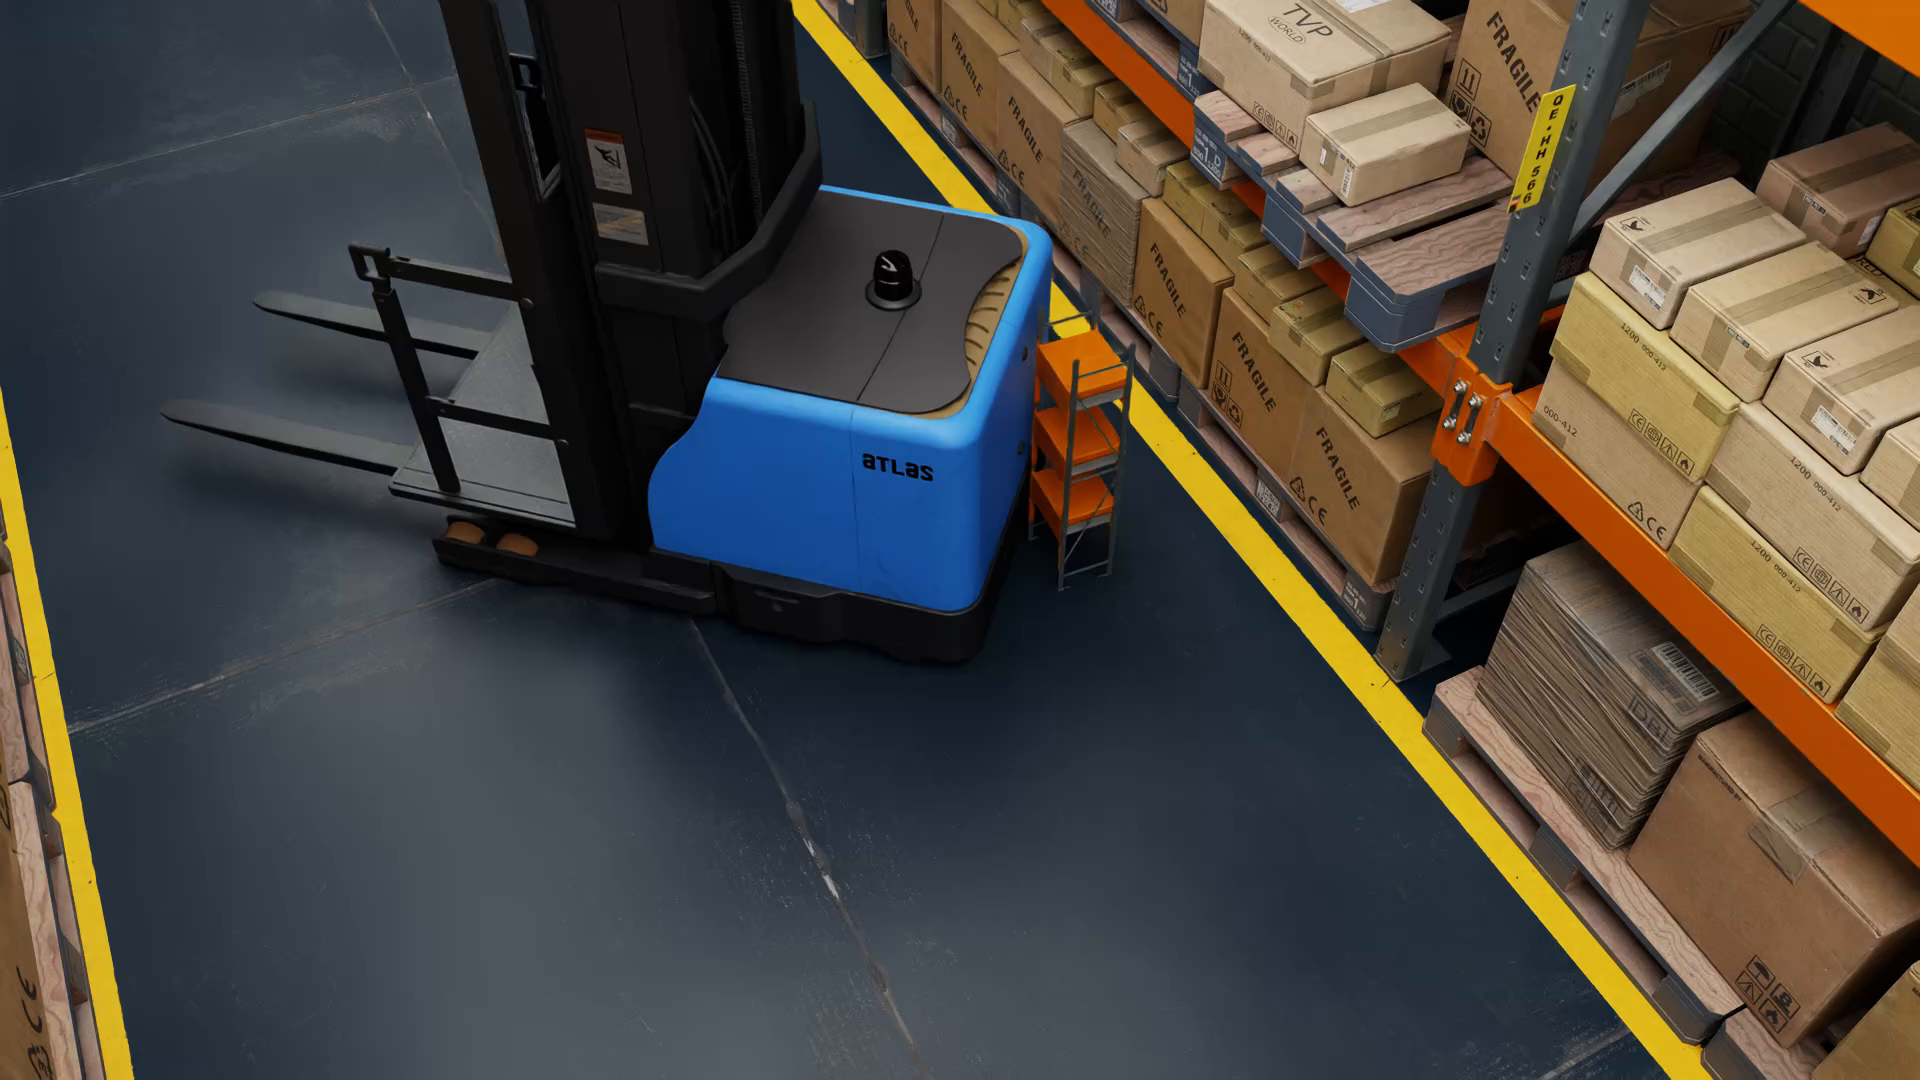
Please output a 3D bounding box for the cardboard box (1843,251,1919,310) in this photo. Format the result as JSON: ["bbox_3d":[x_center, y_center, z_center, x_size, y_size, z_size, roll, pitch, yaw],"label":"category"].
[{"bbox_3d":[2.269,-0.644,4.088,0.500,0.250,0.500,-20,52,-17],"label":"cardboard box"}]

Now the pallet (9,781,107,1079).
[{"bbox_3d":[-2.889,1.343,4.436,1.003,0.211,1.213,-21,52,-18],"label":"pallet"}]

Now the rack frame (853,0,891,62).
[{"bbox_3d":[-0.014,-3.411,6.741,1.000,3.000,0.127,-21,52,-18],"label":"rack frame"}]

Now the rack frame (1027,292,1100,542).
[{"bbox_3d":[0.327,-0.371,5.377,0.200,1.050,0.008,-17,51,-15],"label":"rack frame"}]

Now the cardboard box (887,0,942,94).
[{"bbox_3d":[0.007,-2.325,7.173,0.500,0.500,0.500,-19,52,-16],"label":"cardboard box"}]

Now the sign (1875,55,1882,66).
[{"bbox_3d":[2.308,-1.309,4.133,0.100,0.325,0.005,-21,52,-18],"label":"sign"}]

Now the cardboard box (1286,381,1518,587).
[{"bbox_3d":[1.432,-0.258,5.365,0.500,0.500,0.500,-20,52,-16],"label":"cardboard box"}]

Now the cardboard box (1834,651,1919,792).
[{"bbox_3d":[2.270,0.377,3.527,0.500,0.250,0.500,-23,53,-19],"label":"cardboard box"}]

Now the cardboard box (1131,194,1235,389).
[{"bbox_3d":[0.970,-0.946,5.966,0.500,0.500,0.500,-19,52,-16],"label":"cardboard box"}]

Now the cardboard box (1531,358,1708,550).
[{"bbox_3d":[1.802,-0.304,4.122,0.500,0.250,0.500,-21,52,-17],"label":"cardboard box"}]

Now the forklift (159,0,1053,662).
[{"bbox_3d":[-1.271,-1.199,4.851,3.031,2.935,1.130,12,50,10],"label":"forklift"}]

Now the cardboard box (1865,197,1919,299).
[{"bbox_3d":[2.364,-0.696,3.868,0.380,0.149,0.250,-20,52,-17],"label":"cardboard box"}]

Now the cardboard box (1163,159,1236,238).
[{"bbox_3d":[0.936,-1.229,5.783,0.380,0.149,0.250,-22,52,-18],"label":"cardboard box"}]

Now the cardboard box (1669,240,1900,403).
[{"bbox_3d":[1.823,-0.488,3.686,0.380,0.149,0.250,-20,52,-17],"label":"cardboard box"}]

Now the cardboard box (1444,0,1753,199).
[{"bbox_3d":[1.720,-1.304,4.552,0.500,0.500,0.500,-19,51,-16],"label":"cardboard box"}]

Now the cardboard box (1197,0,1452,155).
[{"bbox_3d":[1.046,-1.418,4.818,0.500,0.250,0.500,-23,53,-19],"label":"cardboard box"}]

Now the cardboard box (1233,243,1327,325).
[{"bbox_3d":[1.131,-0.870,5.469,0.380,0.149,0.250,-23,53,-19],"label":"cardboard box"}]

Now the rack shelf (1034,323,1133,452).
[{"bbox_3d":[0.374,-0.466,5.098,0.215,0.259,0.240,-17,51,-15],"label":"rack shelf"}]

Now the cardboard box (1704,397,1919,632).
[{"bbox_3d":[2.030,-0.133,3.641,0.500,0.250,0.500,-20,52,-16],"label":"cardboard box"}]

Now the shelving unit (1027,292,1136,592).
[{"bbox_3d":[0.374,-0.287,5.303,0.215,1.050,0.252,-17,51,-15],"label":"shelving unit"}]

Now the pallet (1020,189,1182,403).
[{"bbox_3d":[0.954,-1.144,6.611,1.003,0.211,1.213,-21,52,-18],"label":"pallet"}]

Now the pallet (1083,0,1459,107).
[{"bbox_3d":[0.922,-1.971,5.608,1.003,0.211,1.213,-21,52,-18],"label":"pallet"}]

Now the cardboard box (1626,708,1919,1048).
[{"bbox_3d":[2.395,0.766,4.386,0.875,0.625,0.625,-20,52,-16],"label":"cardboard box"}]

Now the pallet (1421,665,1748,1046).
[{"bbox_3d":[2.158,0.748,4.955,1.003,0.211,1.213,-21,52,-18],"label":"pallet"}]

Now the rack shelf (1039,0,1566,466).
[{"bbox_3d":[0.901,-1.836,5.841,1.077,0.370,4.000,-21,52,-18],"label":"rack shelf"}]

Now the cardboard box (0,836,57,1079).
[{"bbox_3d":[-2.838,1.048,3.973,0.875,0.875,0.875,-22,52,-18],"label":"cardboard box"}]

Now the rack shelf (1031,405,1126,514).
[{"bbox_3d":[0.374,-0.280,5.311,0.215,0.259,0.240,-17,51,-15],"label":"rack shelf"}]

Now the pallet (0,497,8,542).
[{"bbox_3d":[-4.006,-0.291,5.864,1.003,0.211,1.213,-21,52,-18],"label":"pallet"}]

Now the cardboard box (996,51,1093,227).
[{"bbox_3d":[0.484,-1.637,6.570,0.500,0.500,0.500,-23,53,-19],"label":"cardboard box"}]

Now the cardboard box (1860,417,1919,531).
[{"bbox_3d":[2.095,-0.154,3.394,0.380,0.149,0.250,-21,52,-17],"label":"cardboard box"}]

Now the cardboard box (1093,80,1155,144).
[{"bbox_3d":[0.716,-1.585,6.095,0.380,0.149,0.250,-21,52,-17],"label":"cardboard box"}]

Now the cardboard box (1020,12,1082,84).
[{"bbox_3d":[0.455,-1.923,6.390,0.380,0.149,0.250,-21,52,-18],"label":"cardboard box"}]

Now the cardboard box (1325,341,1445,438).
[{"bbox_3d":[1.365,-0.506,5.151,0.380,0.149,0.250,-24,53,-19],"label":"cardboard box"}]

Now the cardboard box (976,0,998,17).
[{"bbox_3d":[0.236,-2.282,6.704,0.380,0.149,0.250,-24,53,-19],"label":"cardboard box"}]
